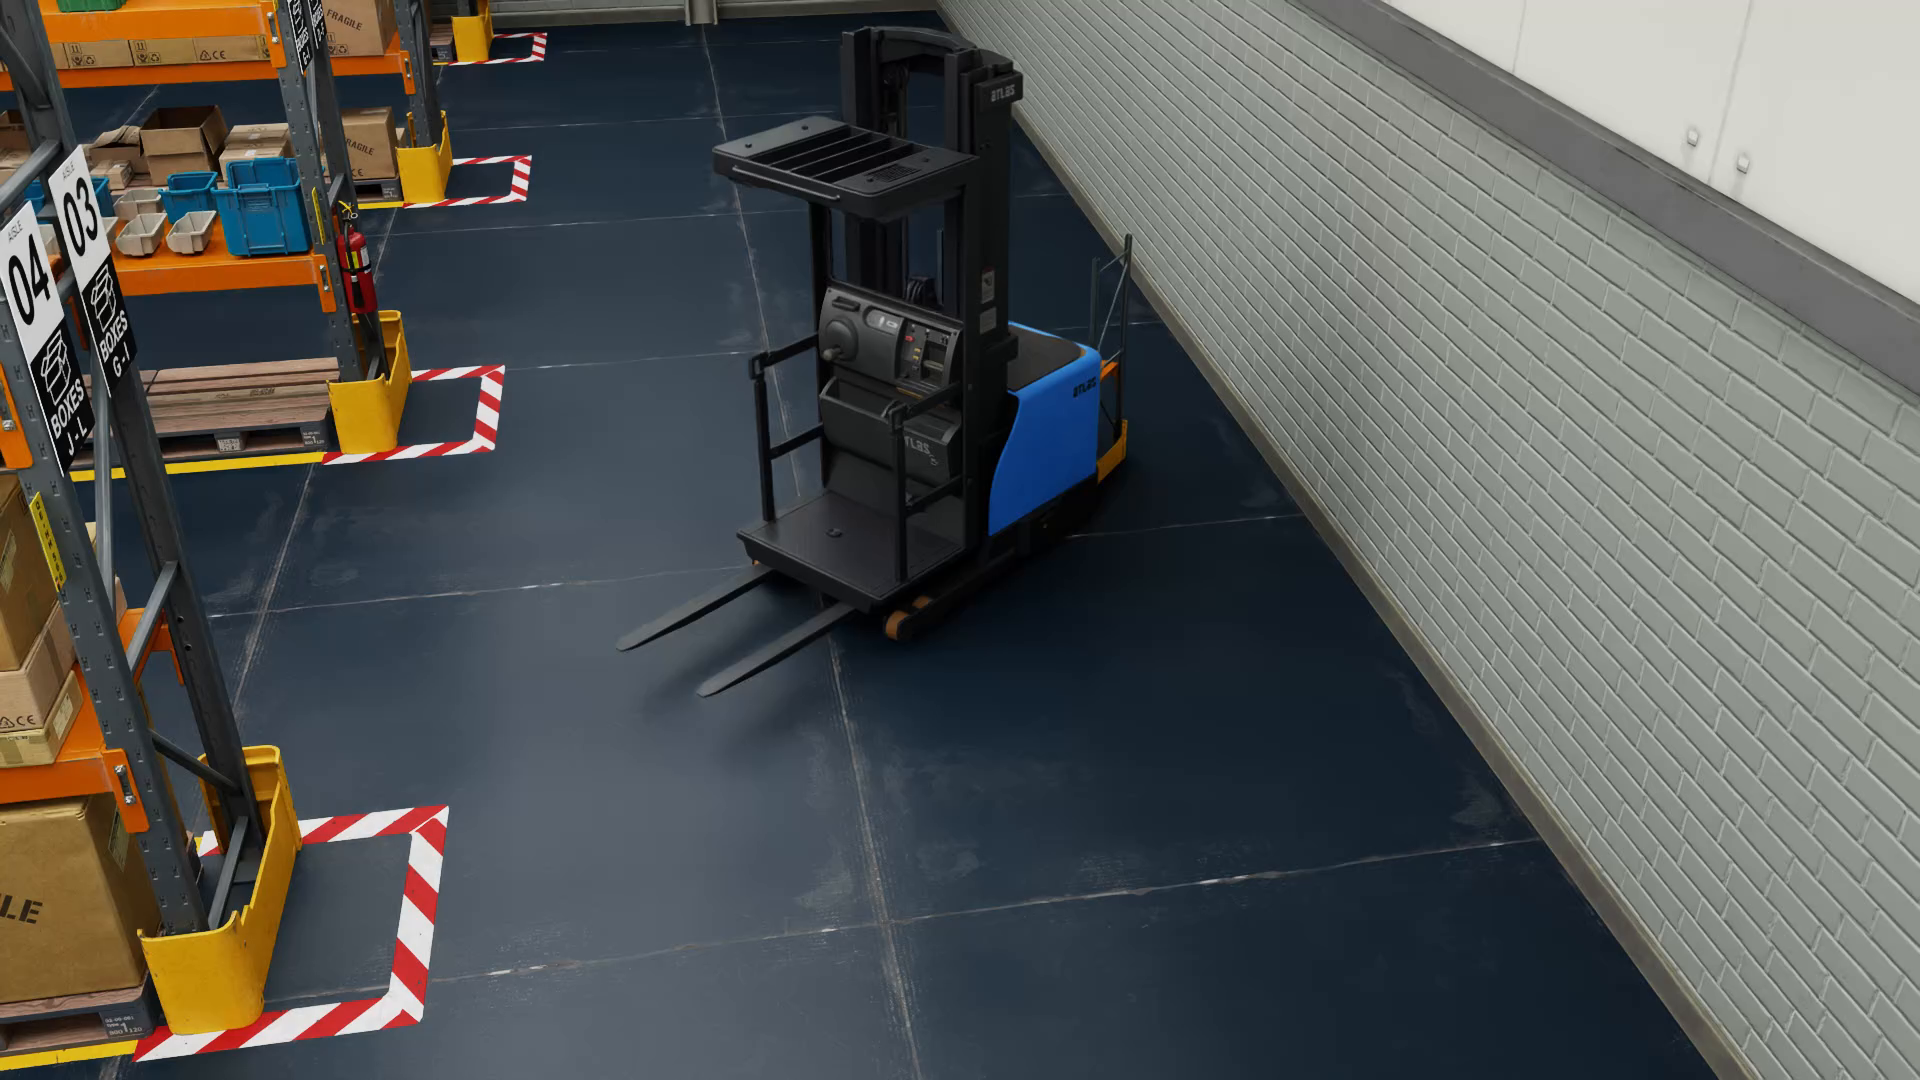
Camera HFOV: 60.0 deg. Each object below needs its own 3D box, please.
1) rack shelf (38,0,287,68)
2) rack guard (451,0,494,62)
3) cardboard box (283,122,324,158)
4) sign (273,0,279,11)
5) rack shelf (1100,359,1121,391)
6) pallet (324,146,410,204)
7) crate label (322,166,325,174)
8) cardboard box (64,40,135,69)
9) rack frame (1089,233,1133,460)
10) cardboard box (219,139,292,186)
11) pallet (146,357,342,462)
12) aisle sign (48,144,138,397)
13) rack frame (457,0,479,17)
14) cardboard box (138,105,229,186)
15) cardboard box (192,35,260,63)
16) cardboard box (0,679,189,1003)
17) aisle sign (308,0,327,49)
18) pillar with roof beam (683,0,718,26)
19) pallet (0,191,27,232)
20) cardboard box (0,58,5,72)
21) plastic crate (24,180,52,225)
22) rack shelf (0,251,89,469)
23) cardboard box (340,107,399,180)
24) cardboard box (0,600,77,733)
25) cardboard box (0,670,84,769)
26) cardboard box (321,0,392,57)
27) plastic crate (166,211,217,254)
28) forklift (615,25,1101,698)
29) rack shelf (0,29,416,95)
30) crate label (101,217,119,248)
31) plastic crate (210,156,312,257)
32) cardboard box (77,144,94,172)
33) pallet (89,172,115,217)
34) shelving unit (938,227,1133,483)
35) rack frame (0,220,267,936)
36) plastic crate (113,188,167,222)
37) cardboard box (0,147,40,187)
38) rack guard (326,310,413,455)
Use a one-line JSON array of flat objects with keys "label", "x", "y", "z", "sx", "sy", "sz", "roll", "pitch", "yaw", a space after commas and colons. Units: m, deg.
[{"label": "rack shelf", "x": -5.904, "y": -2.934, "z": 9.530, "sx": 4.000, "sy": 0.370, "sz": 1.077, "roll": -5, "pitch": 31, "yaw": -9}, {"label": "rack guard", "x": -5.698, "y": -5.997, "z": 19.456, "sx": 0.348, "sy": 0.500, "sz": 1.175, "roll": -5, "pitch": 31, "yaw": -9}, {"label": "cardboard box", "x": -5.903, "y": -3.654, "z": 15.283, "sx": 0.500, "sy": 0.250, "sz": 0.500, "roll": -5, "pitch": 31, "yaw": -9}, {"label": "sign", "x": -3.822, "y": -3.108, "z": 9.221, "sx": 0.005, "sy": 0.325, "sz": 0.100, "roll": -5, "pitch": 31, "yaw": -9}, {"label": "rack shelf", "x": 0.448, "y": -1.037, "z": 10.388, "sx": 1.000, "sy": 0.185, "sz": 0.538, "roll": 16, "pitch": 34, "yaw": 25}, {"label": "pallet", "x": -5.684, "y": -3.321, "z": 15.190, "sx": 1.213, "sy": 0.211, "sz": 1.003, "roll": -5, "pitch": 31, "yaw": -9}, {"label": "crate label", "x": -4.239, "y": -2.228, "z": 10.687, "sx": 0.303, "sy": 0.233, "sz": 0.416, "roll": -5, "pitch": 31, "yaw": -9}, {"label": "cardboard box", "x": -7.214, "y": -4.285, "z": 13.979, "sx": 0.500, "sy": 0.500, "sz": 0.500, "roll": -5, "pitch": 31, "yaw": -9}, {"label": "rack frame", "x": 0.892, "y": -1.066, "z": 10.083, "sx": 0.032, "sy": 1.500, "sz": 0.500, "roll": 16, "pitch": 34, "yaw": 25}, {"label": "cardboard box", "x": -6.256, "y": -3.363, "z": 14.789, "sx": 0.500, "sy": 0.250, "sz": 0.500, "roll": -5, "pitch": 31, "yaw": -9}, {"label": "pallet", "x": -4.755, "y": -0.875, "z": 11.030, "sx": 1.213, "sy": 0.211, "sz": 1.003, "roll": -5, "pitch": 31, "yaw": -9}, {"label": "aisle sign", "x": -3.028, "y": -0.941, "z": 5.825, "sx": 0.004, "sy": 0.787, "sz": 0.394, "roll": -5, "pitch": 31, "yaw": -9}, {"label": "rack frame", "x": -5.721, "y": -7.073, "z": 18.819, "sx": 0.127, "sy": 3.000, "sz": 1.000, "roll": -5, "pitch": 31, "yaw": -9}, {"label": "cardboard box", "x": -6.913, "y": -3.526, "z": 14.815, "sx": 0.637, "sy": 0.503, "sz": 0.797, "roll": -5, "pitch": 31, "yaw": -9}, {"label": "cardboard box", "x": -6.218, "y": -4.378, "z": 14.137, "sx": 0.500, "sy": 0.500, "sz": 0.500, "roll": -5, "pitch": 31, "yaw": -9}, {"label": "cardboard box", "x": -3.660, "y": 1.169, "z": 6.484, "sx": 0.875, "sy": 0.875, "sz": 0.875, "roll": -5, "pitch": 31, "yaw": -9}, {"label": "aisle sign", "x": -3.920, "y": -3.408, "z": 10.023, "sx": 0.004, "sy": 0.787, "sz": 0.394, "roll": -5, "pitch": 31, "yaw": -9}, {"label": "pillar with roof beam", "x": -2.446, "y": -8.190, "z": 14.801, "sx": 0.400, "sy": 9.000, "sz": 9.100, "roll": -5, "pitch": 31, "yaw": -9}, {"label": "pallet", "x": -3.773, "y": -0.846, "z": 5.357, "sx": 1.213, "sy": 0.211, "sz": 1.003, "roll": -5, "pitch": 31, "yaw": -9}, {"label": "cardboard box", "x": -8.210, "y": -4.192, "z": 13.821, "sx": 0.500, "sy": 0.500, "sz": 0.500, "roll": -5, "pitch": 31, "yaw": -8}, {"label": "plastic crate", "x": -5.829, "y": -2.081, "z": 10.436, "sx": 0.300, "sy": 0.233, "sz": 0.416, "roll": -5, "pitch": 31, "yaw": -9}, {"label": "rack shelf", "x": -5.012, "y": -0.464, "z": 5.330, "sx": 4.000, "sy": 0.370, "sz": 1.077, "roll": -5, "pitch": 31, "yaw": -9}, {"label": "cardboard box", "x": -5.316, "y": -3.543, "z": 14.848, "sx": 0.500, "sy": 0.500, "sz": 0.500, "roll": -5, "pitch": 31, "yaw": -9}, {"label": "cardboard box", "x": -3.474, "y": 0.449, "z": 5.881, "sx": 0.500, "sy": 0.250, "sz": 0.500, "roll": -6, "pitch": 31, "yaw": -10}, {"label": "cardboard box", "x": -3.336, "y": 0.641, "z": 5.948, "sx": 0.250, "sy": 0.149, "sz": 0.380, "roll": -5, "pitch": 31, "yaw": -8}, {"label": "cardboard box", "x": -5.217, "y": -4.470, "z": 14.294, "sx": 0.500, "sy": 0.500, "sz": 0.500, "roll": -4, "pitch": 31, "yaw": -7}, {"label": "plastic crate", "x": -4.706, "y": -1.881, "z": 10.190, "sx": 0.243, "sy": 0.136, "sz": 0.396, "roll": -5, "pitch": 31, "yaw": -9}, {"label": "forklift", "x": -0.513, "y": -1.008, "z": 8.573, "sx": 1.130, "sy": 2.935, "sz": 3.031, "roll": 23, "pitch": 38, "yaw": 34}, {"label": "rack shelf", "x": -6.793, "y": -4.110, "z": 14.491, "sx": 4.000, "sy": 0.370, "sz": 1.077, "roll": -5, "pitch": 31, "yaw": -9}, {"label": "crate label", "x": -5.264, "y": -1.824, "z": 10.093, "sx": 0.243, "sy": 0.136, "sz": 0.396, "roll": -5, "pitch": 31, "yaw": -9}, {"label": "plastic crate", "x": -4.233, "y": -2.051, "z": 10.184, "sx": 0.499, "sy": 0.435, "sz": 0.616, "roll": -5, "pitch": 31, "yaw": -9}, {"label": "cardboard box", "x": -7.893, "y": -3.456, "z": 15.047, "sx": 0.250, "sy": 0.149, "sz": 0.380, "roll": -5, "pitch": 31, "yaw": -9}, {"label": "pallet", "x": -8.084, "y": -3.098, "z": 14.811, "sx": 1.213, "sy": 0.211, "sz": 1.003, "roll": -5, "pitch": 31, "yaw": -9}, {"label": "shelving unit", "x": 0.456, "y": -1.190, "z": 10.293, "sx": 1.083, "sy": 1.500, "sz": 0.587, "roll": 16, "pitch": 34, "yaw": 25}, {"label": "rack frame", "x": -3.045, "y": 0.336, "z": 6.219, "sx": 0.127, "sy": 3.000, "sz": 1.000, "roll": -5, "pitch": 31, "yaw": -9}, {"label": "plastic crate", "x": -5.237, "y": -2.137, "z": 10.626, "sx": 0.298, "sy": 0.136, "sz": 0.250, "roll": -5, "pitch": 31, "yaw": -9}, {"label": "cardboard box", "x": -8.308, "y": -3.199, "z": 14.450, "sx": 0.500, "sy": 0.311, "sz": 0.500, "roll": -5, "pitch": 31, "yaw": -9}, {"label": "rack guard", "x": -3.916, "y": -1.064, "z": 11.067, "sx": 0.348, "sy": 0.500, "sz": 1.175, "roll": -5, "pitch": 31, "yaw": -9}]
